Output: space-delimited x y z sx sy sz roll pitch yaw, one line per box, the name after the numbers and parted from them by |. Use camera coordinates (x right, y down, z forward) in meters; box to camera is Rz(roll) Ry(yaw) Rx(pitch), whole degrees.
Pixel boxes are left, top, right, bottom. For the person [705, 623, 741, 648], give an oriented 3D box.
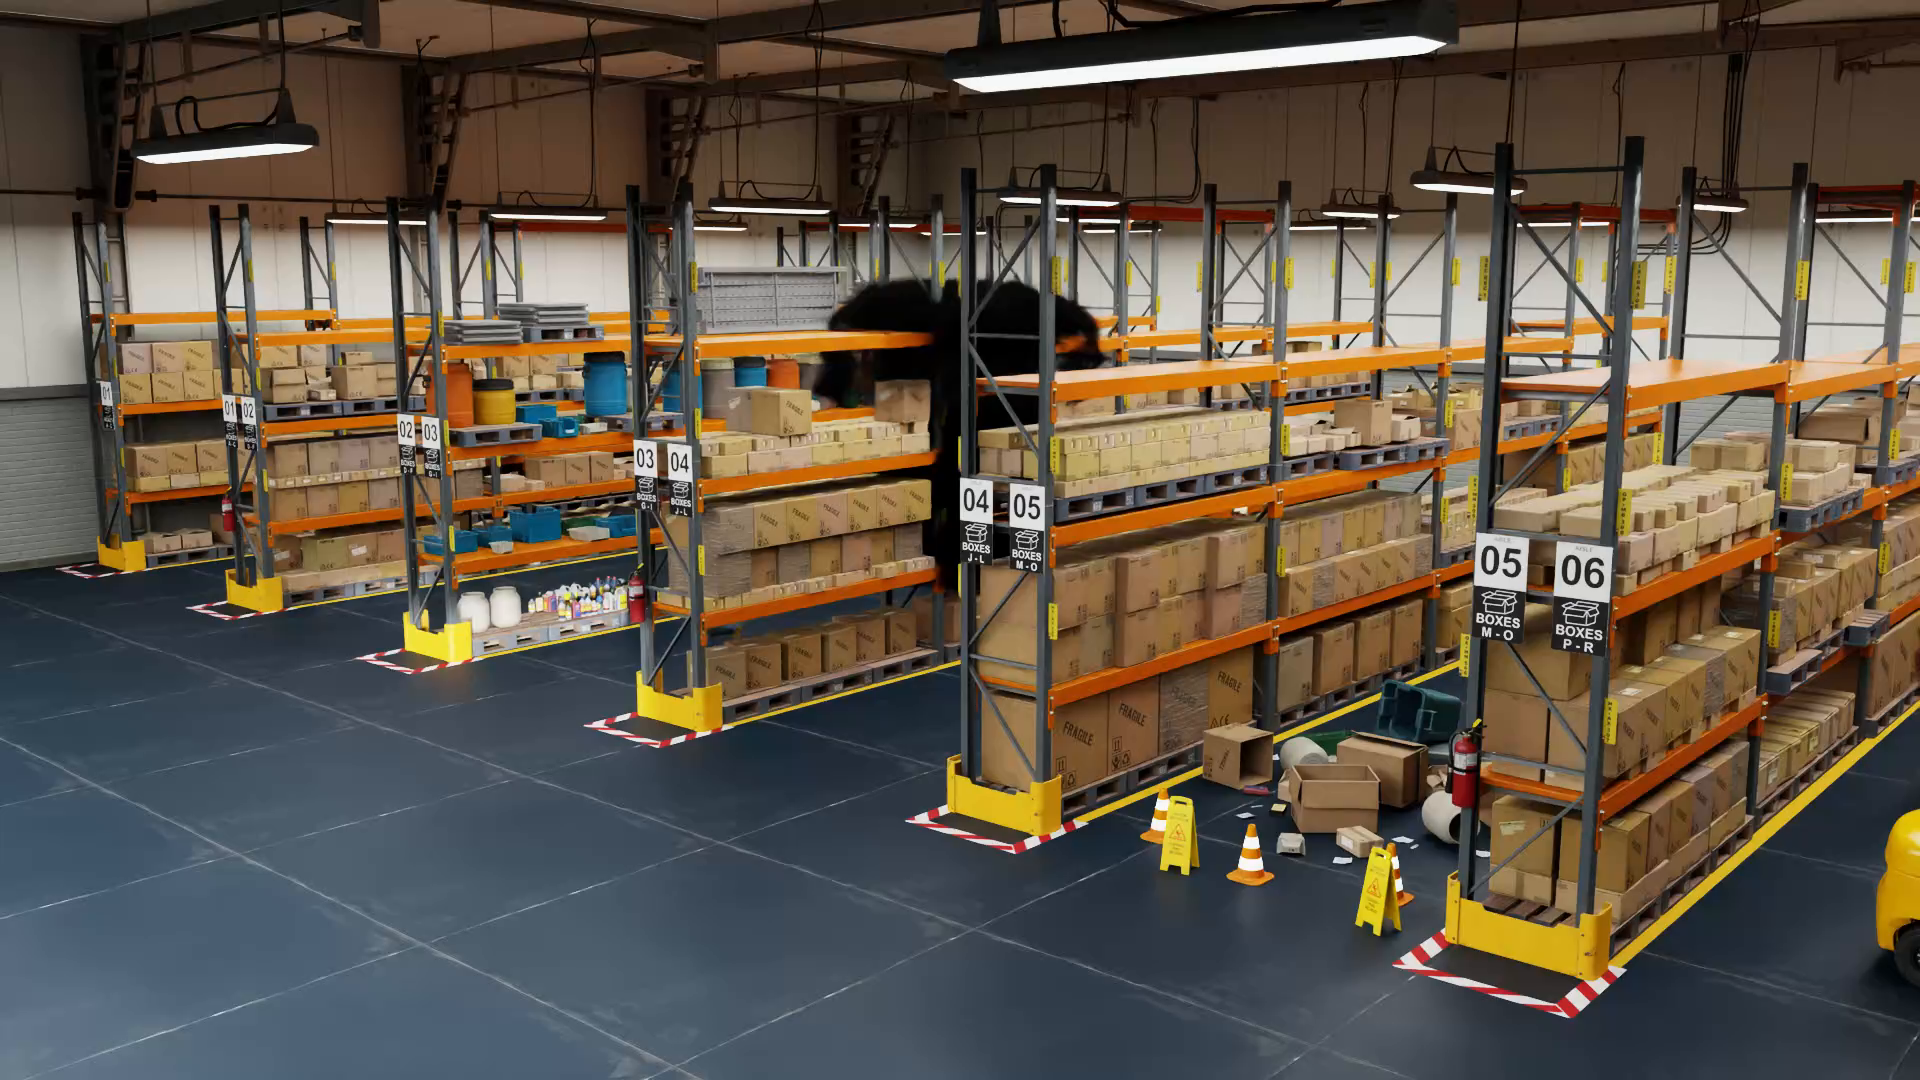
-3.130 0.807 21.381 0.711 1.740 0.845 8 13 41 | person

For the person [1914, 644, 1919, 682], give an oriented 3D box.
9.969 1.561 16.736 0.670 1.767 0.968 7 12 36 | person

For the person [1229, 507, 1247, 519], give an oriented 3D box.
4.027 0.364 23.855 0.670 1.771 0.849 7 12 37 | person

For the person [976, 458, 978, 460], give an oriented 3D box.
0.202 -2.013 38.119 0.768 1.748 0.696 9 13 44 | person
